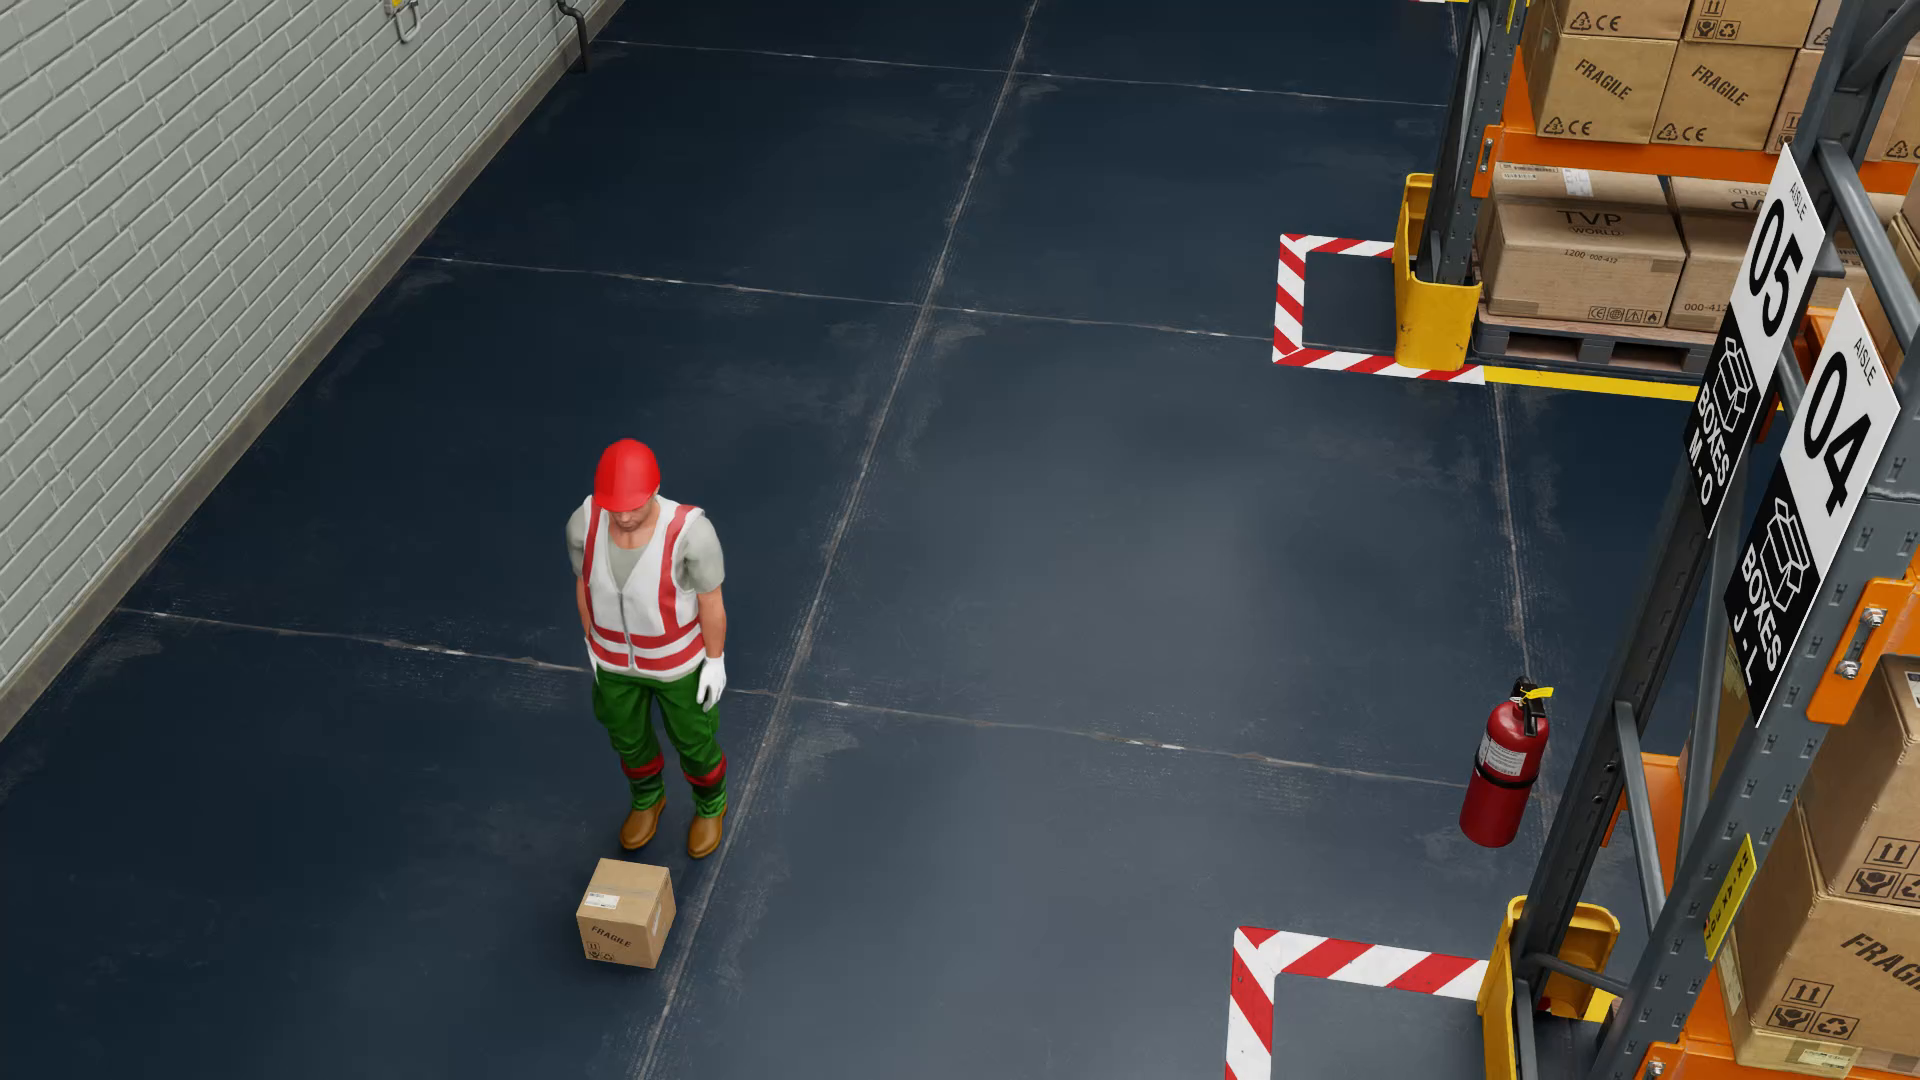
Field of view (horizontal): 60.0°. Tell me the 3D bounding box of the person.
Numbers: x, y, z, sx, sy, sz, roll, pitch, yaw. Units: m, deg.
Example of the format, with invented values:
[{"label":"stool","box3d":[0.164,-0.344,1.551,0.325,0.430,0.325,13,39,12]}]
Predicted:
[{"label":"person","box3d":[-1.042,0.391,5.682,0.527,1.780,0.352,7,41,9]}]
